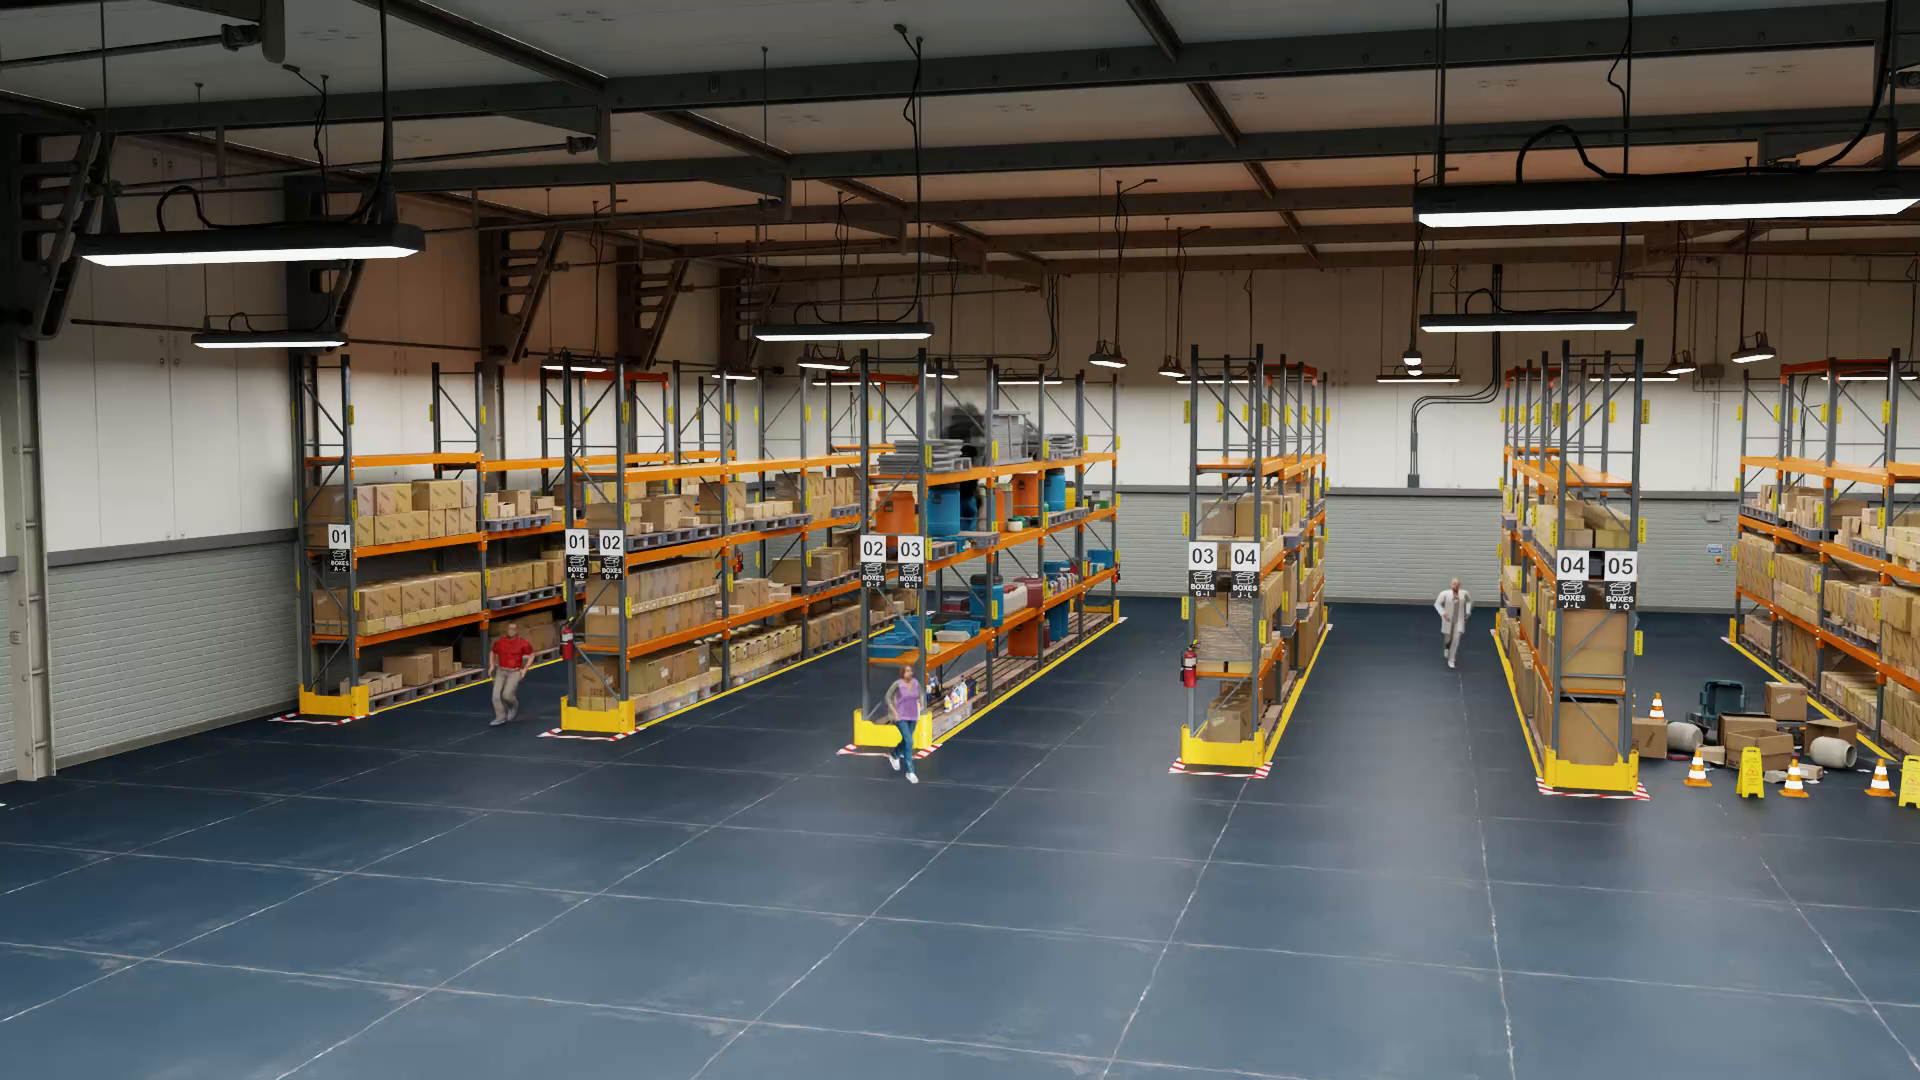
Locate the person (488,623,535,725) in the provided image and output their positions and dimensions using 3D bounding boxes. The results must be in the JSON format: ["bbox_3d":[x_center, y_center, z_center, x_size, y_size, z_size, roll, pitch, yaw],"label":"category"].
[{"bbox_3d":[-7.264,2.161,26.839,0.719,1.662,0.542,1,4,9],"label":"person"}]

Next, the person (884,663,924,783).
[{"bbox_3d":[-0.765,2.487,22.921,0.538,1.621,0.755,-3,5,-34],"label":"person"}]

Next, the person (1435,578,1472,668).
[{"bbox_3d":[9.882,1.640,33.307,0.738,1.765,0.944,1,4,8],"label":"person"}]
